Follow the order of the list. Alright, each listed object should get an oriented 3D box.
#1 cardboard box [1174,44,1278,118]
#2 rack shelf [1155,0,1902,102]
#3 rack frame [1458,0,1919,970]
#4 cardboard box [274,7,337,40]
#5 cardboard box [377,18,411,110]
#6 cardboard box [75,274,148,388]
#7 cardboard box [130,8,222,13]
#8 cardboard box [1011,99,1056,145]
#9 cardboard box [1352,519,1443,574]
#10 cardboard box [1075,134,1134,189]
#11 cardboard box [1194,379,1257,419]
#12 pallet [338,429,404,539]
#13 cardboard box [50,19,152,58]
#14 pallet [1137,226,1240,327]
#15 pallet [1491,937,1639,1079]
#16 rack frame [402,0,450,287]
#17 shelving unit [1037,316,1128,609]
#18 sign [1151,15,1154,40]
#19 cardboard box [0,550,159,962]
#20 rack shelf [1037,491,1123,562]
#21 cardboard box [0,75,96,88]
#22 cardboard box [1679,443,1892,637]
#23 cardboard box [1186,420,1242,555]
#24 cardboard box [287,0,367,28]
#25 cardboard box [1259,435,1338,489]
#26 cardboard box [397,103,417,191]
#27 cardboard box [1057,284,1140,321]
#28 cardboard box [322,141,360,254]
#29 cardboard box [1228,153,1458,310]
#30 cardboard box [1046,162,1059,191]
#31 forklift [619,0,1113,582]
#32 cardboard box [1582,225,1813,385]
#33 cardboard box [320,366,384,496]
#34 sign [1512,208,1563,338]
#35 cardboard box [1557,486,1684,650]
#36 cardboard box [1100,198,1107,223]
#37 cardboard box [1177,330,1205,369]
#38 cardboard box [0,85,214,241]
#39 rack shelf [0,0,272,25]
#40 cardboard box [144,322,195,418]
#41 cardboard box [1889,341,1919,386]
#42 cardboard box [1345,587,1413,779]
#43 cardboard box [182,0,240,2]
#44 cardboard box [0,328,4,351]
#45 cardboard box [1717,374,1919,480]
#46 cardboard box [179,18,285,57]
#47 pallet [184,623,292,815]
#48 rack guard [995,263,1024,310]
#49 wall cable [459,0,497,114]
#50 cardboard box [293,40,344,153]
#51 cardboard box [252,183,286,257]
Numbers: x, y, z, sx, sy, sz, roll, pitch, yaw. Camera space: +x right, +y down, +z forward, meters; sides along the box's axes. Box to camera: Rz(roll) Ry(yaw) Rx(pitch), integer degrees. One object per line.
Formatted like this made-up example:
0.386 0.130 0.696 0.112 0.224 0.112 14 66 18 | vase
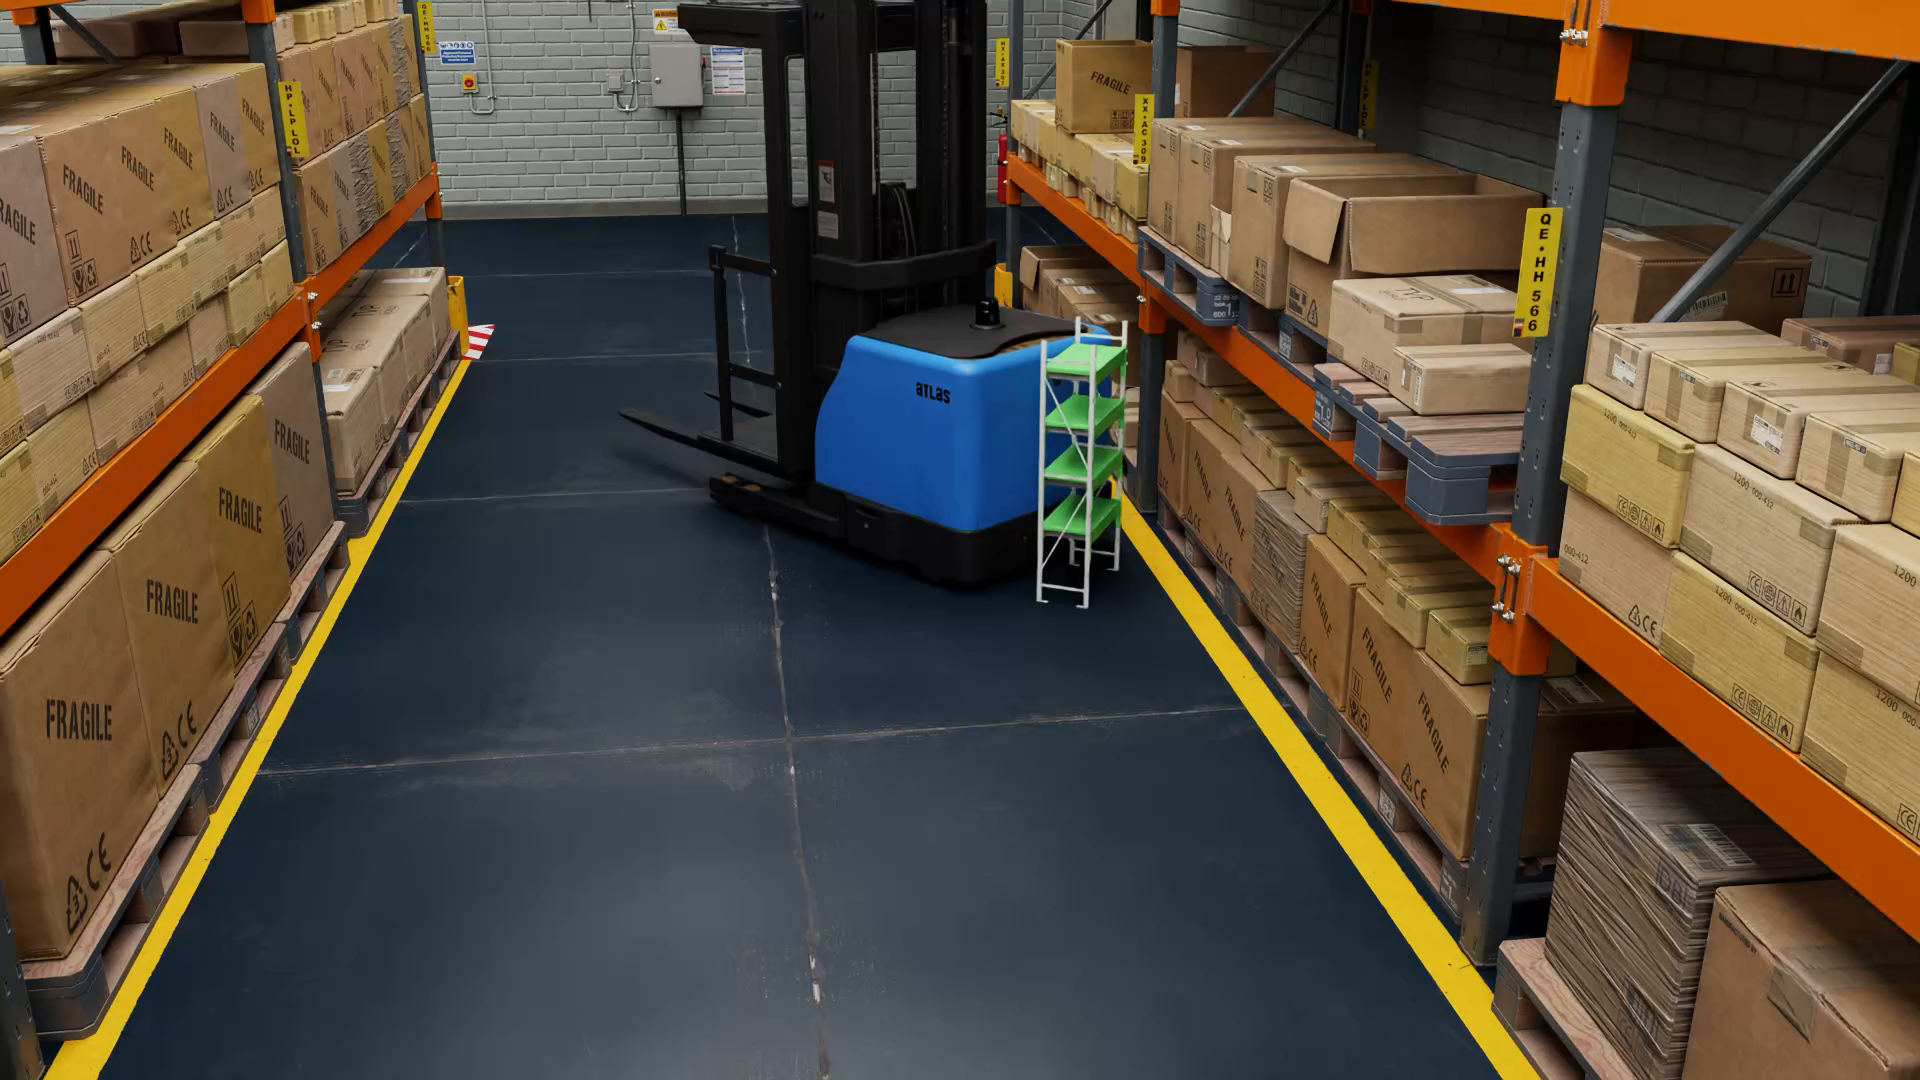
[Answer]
1.464 -2.531 9.422 0.500 0.500 0.500 -3 21 -9 | cardboard box
1.704 -1.957 5.909 1.077 0.370 4.000 -3 21 -8 | rack shelf
1.992 -0.196 4.454 1.000 3.000 0.127 -3 21 -8 | rack frame
-3.401 -2.628 8.466 0.380 0.149 0.250 -4 21 -9 | cardboard box
-3.663 -2.895 10.109 0.500 0.500 0.500 -3 21 -8 | cardboard box
-2.881 -0.649 5.165 0.500 0.250 0.500 -3 21 -8 | cardboard box
-3.938 -2.594 8.376 0.380 0.149 0.250 -3 21 -8 | cardboard box
0.638 -2.864 11.388 0.500 0.250 0.500 -3 21 -7 | cardboard box
1.613 0.036 5.878 0.380 0.149 0.250 -2 21 -6 | cardboard box
0.955 -2.160 9.502 0.500 0.250 0.500 -3 21 -8 | cardboard box
1.320 -0.681 7.798 0.380 0.149 0.250 -3 21 -9 | cardboard box
-3.528 -0.290 8.692 1.003 0.211 1.213 -3 21 -8 | pallet
-3.855 -2.239 7.425 0.380 0.149 0.250 -3 21 -9 | cardboard box
1.423 -1.209 7.440 1.003 0.211 1.213 -3 21 -8 | pallet
2.072 1.397 4.174 1.003 0.211 1.213 -3 21 -8 | pallet
-4.072 -2.714 11.197 1.000 3.000 0.127 -3 21 -8 | rack frame
0.547 -0.350 7.440 0.258 1.200 0.503 8 22 20 | shelving unit
1.391 -3.678 11.669 0.100 0.325 0.005 -3 21 -8 | sign
-2.937 0.611 4.730 0.875 0.875 0.875 -3 21 -8 | cardboard box
0.547 -0.066 7.546 0.258 0.148 0.480 8 22 20 | rack shelf
-3.616 -1.503 6.382 0.500 0.500 0.500 -3 21 -8 | cardboard box
1.885 -0.021 3.484 0.500 0.250 0.500 -2 21 -6 | cardboard box
1.349 -0.244 7.555 0.500 0.500 0.500 -3 21 -8 | cardboard box
-3.584 -2.980 9.410 0.380 0.149 0.250 -2 21 -6 | cardboard box
1.454 -0.324 6.842 0.380 0.149 0.250 -2 21 -6 | cardboard box
-3.684 -2.433 10.300 0.500 0.500 0.500 -3 21 -9 | cardboard box
0.895 -1.289 10.353 0.500 0.500 0.500 -3 21 -7 | cardboard box
-3.373 -1.726 8.408 0.500 0.500 0.500 -3 21 -7 | cardboard box
1.452 -1.195 6.385 0.700 0.500 0.500 -3 21 -8 | cardboard box
0.751 -2.272 10.372 0.380 0.149 0.250 -4 21 -9 | cardboard box
-0.659 -1.606 8.326 1.130 2.935 3.031 -19 28 -41 | forklift
2.073 -0.626 4.862 0.500 0.500 0.500 -2 21 -5 | cardboard box
-3.480 -0.549 8.460 0.875 0.438 0.875 -3 21 -9 | cardboard box
1.456 -0.671 4.184 0.100 0.325 0.005 -3 21 -8 | sign
1.814 0.040 4.036 0.500 0.250 0.500 -3 21 -8 | cardboard box
0.988 -1.831 9.191 0.380 0.149 0.250 -2 21 -6 | cardboard box
1.264 -0.915 8.000 0.380 0.149 0.250 -3 21 -9 | cardboard box
-3.047 -1.347 5.965 0.500 0.500 0.500 -2 21 -6 | cardboard box
-3.207 -1.705 5.236 1.077 0.370 4.000 -3 21 -8 | rack shelf
-2.977 -0.586 5.712 0.500 0.250 0.500 -3 21 -8 | cardboard box
2.388 -0.359 3.822 0.380 0.149 0.250 -2 21 -6 | cardboard box
1.657 0.469 5.646 0.500 0.500 0.500 -3 21 -9 | cardboard box
-4.123 -2.947 9.320 0.380 0.149 0.250 -3 21 -7 | cardboard box
-2.748 -0.643 4.078 0.500 0.500 0.500 -4 21 -10 | cardboard box
1.849 -0.242 3.506 0.380 0.149 0.250 -2 21 -6 | cardboard box
-3.284 -2.271 7.510 0.380 0.149 0.250 -3 21 -9 | cardboard box
-3.131 0.664 6.138 1.003 0.211 1.213 -3 21 -8 | pallet
0.850 -1.769 12.237 1.175 0.500 0.348 -3 21 -8 | rack guard
-4.908 -5.156 16.237 0.585 1.953 0.123 -3 21 -8 | wall cable
-3.391 -2.197 8.239 0.500 0.500 0.500 -3 21 -8 | cardboard box
-3.192 -1.353 7.051 0.500 0.250 0.500 -3 21 -8 | cardboard box
